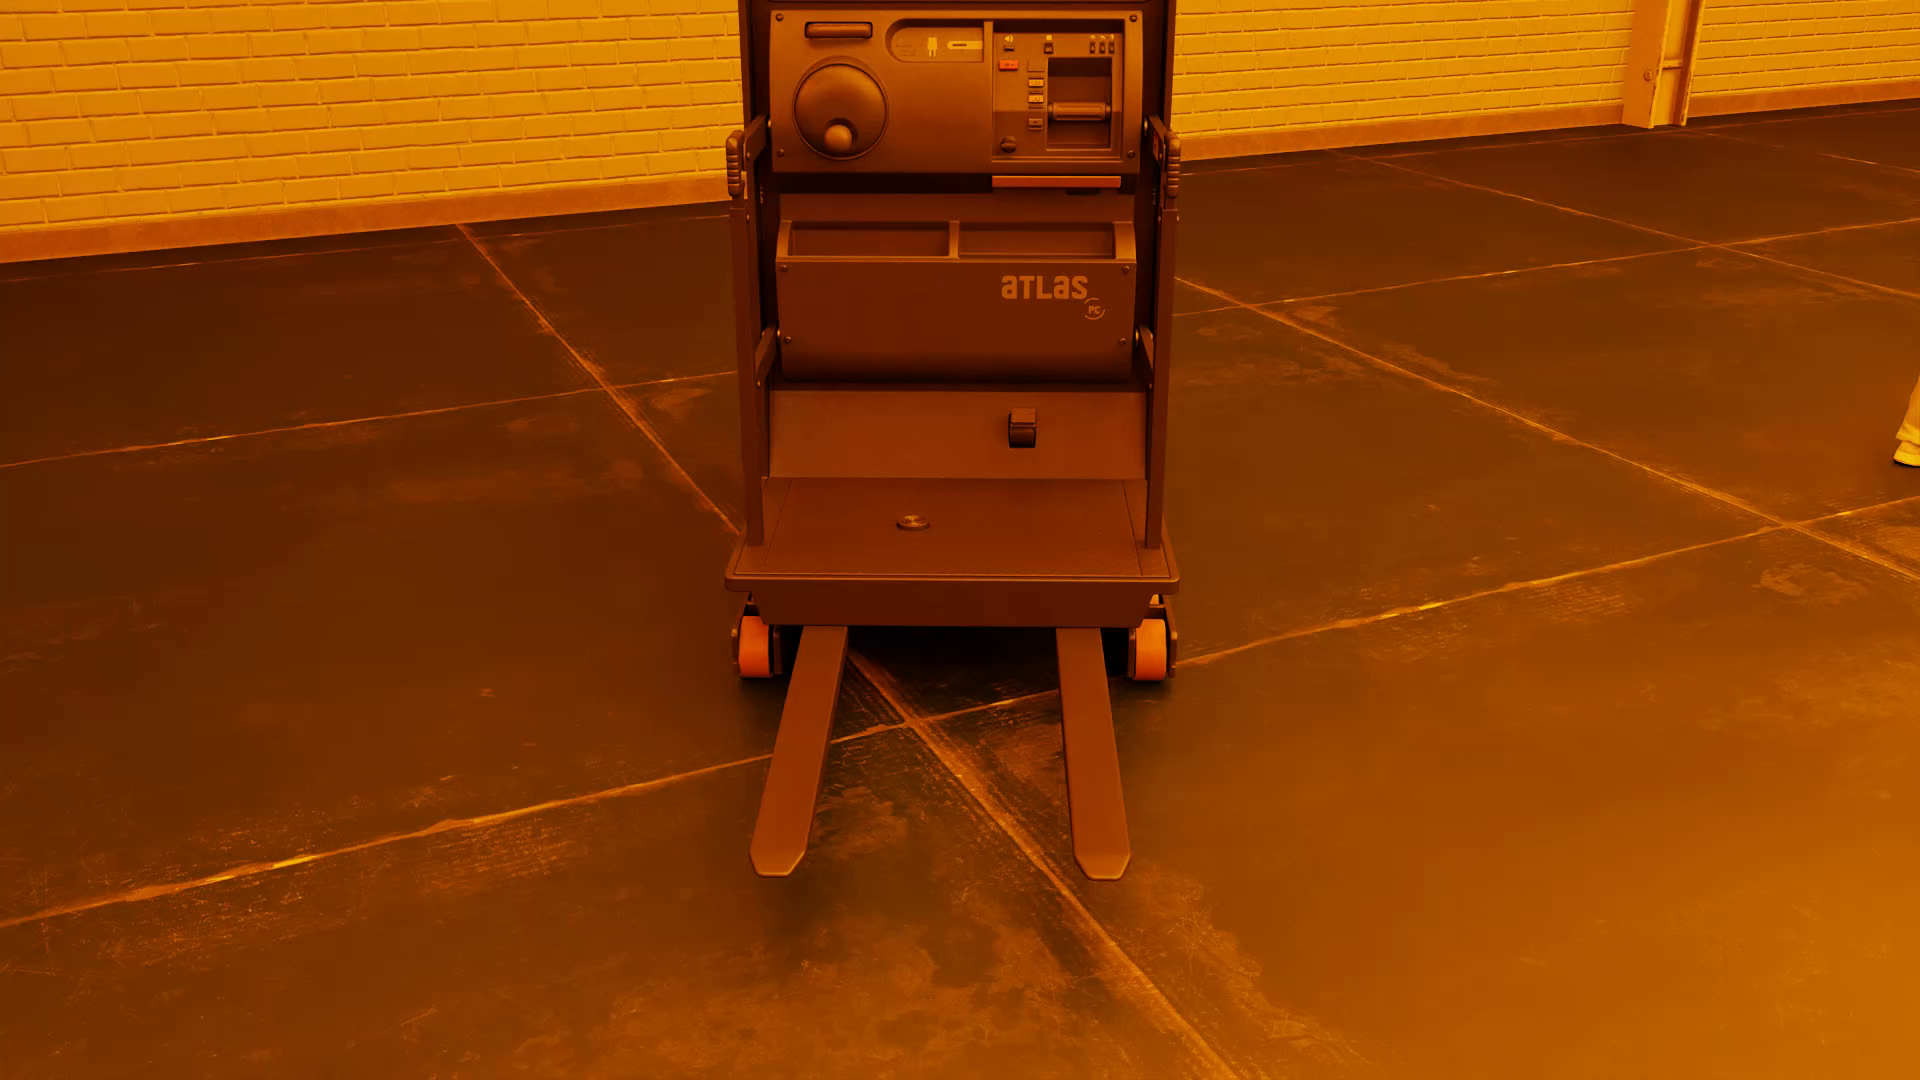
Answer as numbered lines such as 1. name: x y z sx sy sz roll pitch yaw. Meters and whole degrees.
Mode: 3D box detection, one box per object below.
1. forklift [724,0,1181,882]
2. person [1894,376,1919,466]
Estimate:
1. forklift: -0.012 -1.112 3.963 1.130 2.935 3.031 0 23 1
2. person: 3.400 -1.055 5.334 0.420 1.774 0.649 -4 23 -9
